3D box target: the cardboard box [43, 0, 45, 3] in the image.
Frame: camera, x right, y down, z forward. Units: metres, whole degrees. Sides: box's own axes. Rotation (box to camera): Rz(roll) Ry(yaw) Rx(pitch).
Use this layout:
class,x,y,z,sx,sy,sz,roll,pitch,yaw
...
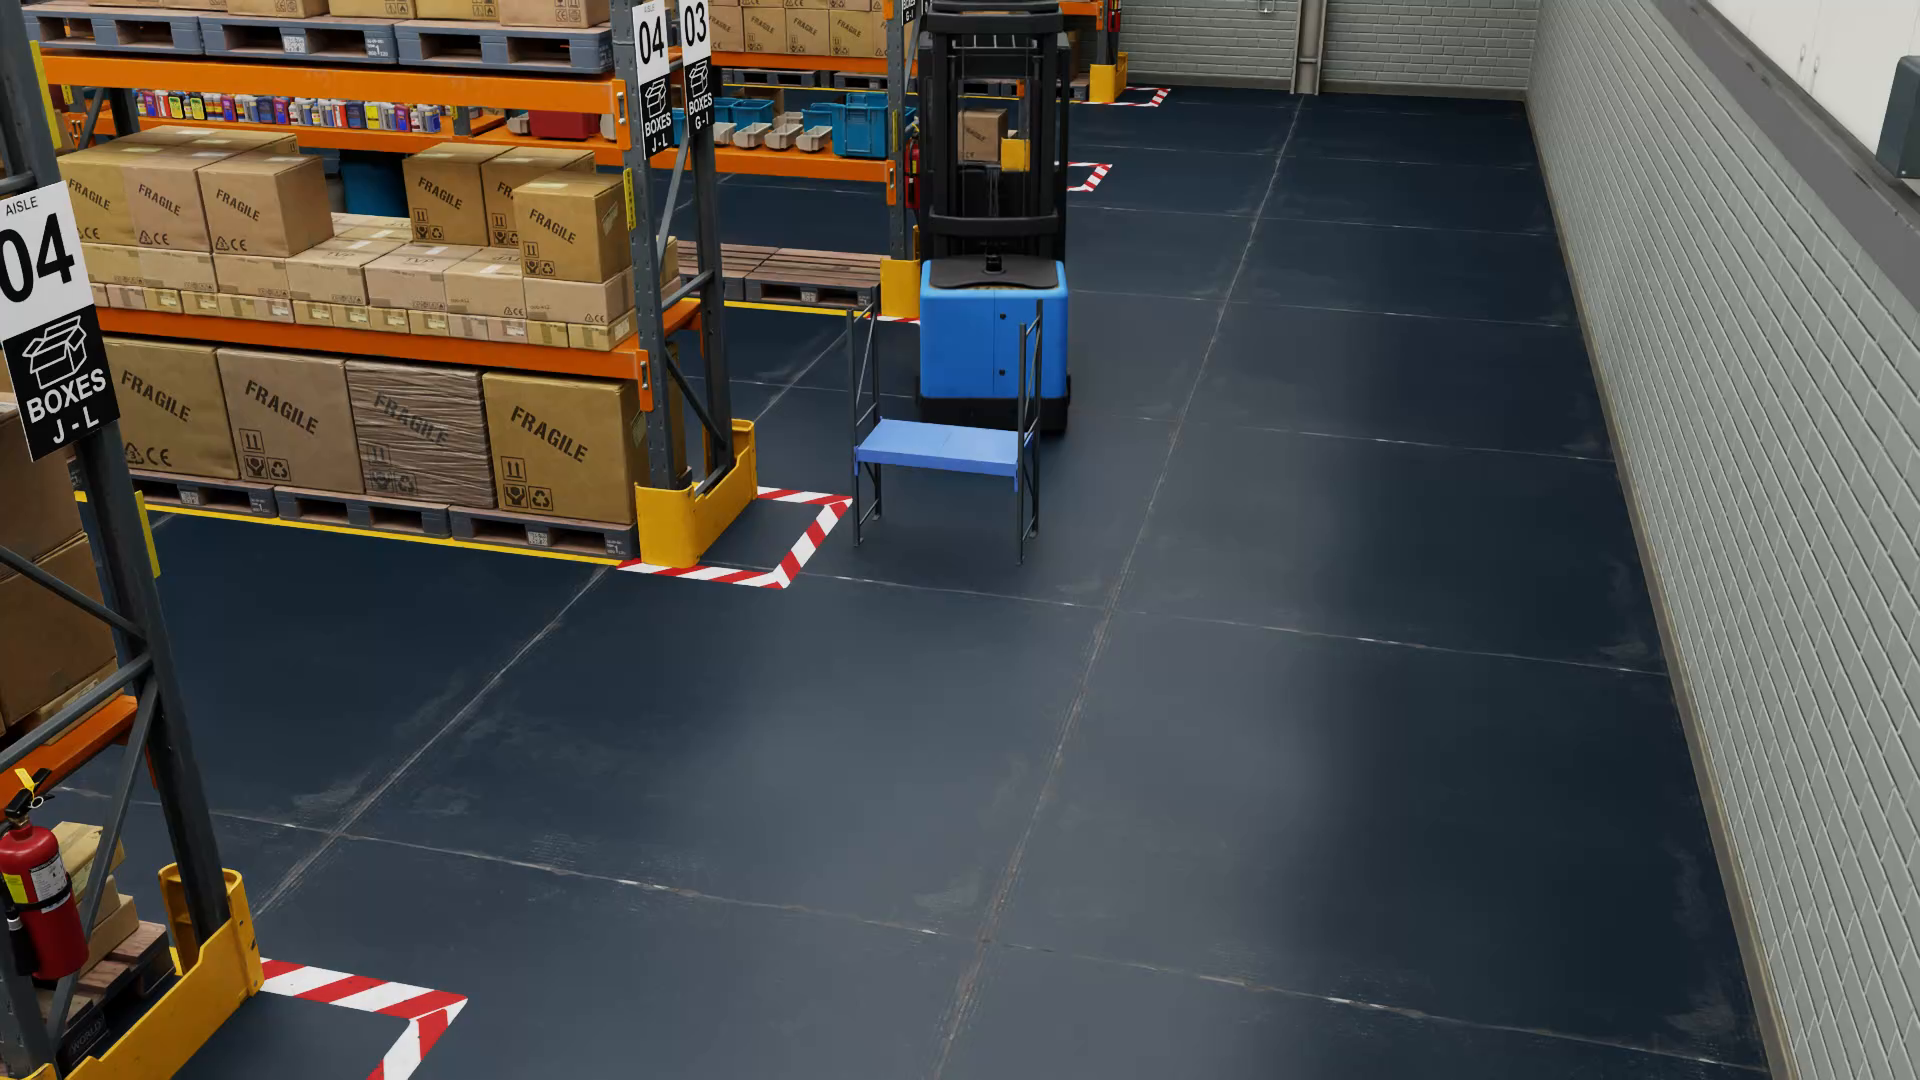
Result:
class,x,y,z,sx,sy,sz,roll,pitch,yaw
cardboard box,-11.735,-6.994,21.336,0.500,0.500,0.700,6,26,12

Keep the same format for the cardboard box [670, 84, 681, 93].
class,x,y,z,sx,sy,sz,roll,pitch,yaw
cardboard box,-3.451,-5.217,20.115,0.500,0.500,0.500,5,26,11

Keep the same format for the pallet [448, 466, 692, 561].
class,x,y,z,sx,sy,sz,roll,pitch,yaw
pallet,-2.434,-0.236,10.500,1.213,0.211,1.003,6,26,13

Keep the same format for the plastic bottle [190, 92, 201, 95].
class,x,y,z,sx,sy,sz,roll,pitch,yaw
plastic bottle,-7.433,-4.418,16.175,0.133,0.283,0.061,6,26,13

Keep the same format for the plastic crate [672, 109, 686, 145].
class,x,y,z,sx,sy,sz,roll,pitch,yaw
plastic crate,-2.460,-3.569,14.381,0.300,0.233,0.416,6,26,13

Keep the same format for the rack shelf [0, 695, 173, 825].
class,x,y,z,sx,sy,sz,roll,pitch,yaw
rack shelf,-4.911,0.723,6.080,4.000,0.370,1.077,6,26,13

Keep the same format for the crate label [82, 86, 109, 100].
class,x,y,z,sx,sy,sz,roll,pitch,yaw
crate label,-8.470,-4.486,16.378,0.416,0.233,0.303,6,26,13

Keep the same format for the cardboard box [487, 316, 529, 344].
class,x,y,z,sx,sy,sz,roll,pitch,yaw
cardboard box,-2.564,-1.284,9.750,0.250,0.149,0.380,6,26,13

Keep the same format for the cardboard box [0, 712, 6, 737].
class,x,y,z,sx,sy,sz,roll,pitch,yaw
cardboard box,-3.473,0.492,5.266,0.500,0.500,0.500,7,26,14

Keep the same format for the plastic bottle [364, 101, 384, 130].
class,x,y,z,sx,sy,sz,roll,pitch,yaw
plastic bottle,-5.253,-3.872,14.951,0.185,0.351,0.144,6,26,13

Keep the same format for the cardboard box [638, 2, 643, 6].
class,x,y,z,sx,sy,sz,roll,pitch,yaw
cardboard box,-4.128,-6.420,19.640,0.500,0.500,0.700,11,27,21

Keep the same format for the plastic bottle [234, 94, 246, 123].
class,x,y,z,sx,sy,sz,roll,pitch,yaw
plastic bottle,-6.592,-3.974,15.258,0.097,0.271,0.097,0,25,0

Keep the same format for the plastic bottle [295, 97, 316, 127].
class,x,y,z,sx,sy,sz,roll,pitch,yaw
plastic bottle,-5.940,-3.916,15.131,0.135,0.276,0.152,6,26,13

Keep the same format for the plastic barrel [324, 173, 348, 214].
class,x,y,z,sx,sy,sz,roll,pitch,yaw
plastic barrel,-6.014,-3.238,15.966,0.421,0.512,0.421,0,25,0

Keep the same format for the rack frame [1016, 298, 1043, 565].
class,x,y,z,sx,sy,sz,roll,pitch,yaw
rack frame,0.410,-0.632,9.832,0.032,1.500,0.500,6,26,13

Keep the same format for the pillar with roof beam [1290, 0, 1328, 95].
class,x,y,z,sx,sy,sz,roll,pitch,yaw
pillar with roof beam,3.819,-8.616,17.879,0.400,9.000,9.100,6,26,13

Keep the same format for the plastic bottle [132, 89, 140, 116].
class,x,y,z,sx,sy,sz,roll,pitch,yaw
plastic bottle,-7.711,-4.098,15.517,0.097,0.271,0.097,0,25,0

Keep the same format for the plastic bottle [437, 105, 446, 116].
class,x,y,z,sx,sy,sz,roll,pitch,yaw
plastic bottle,-4.870,-4.121,15.565,0.097,0.271,0.097,0,25,0

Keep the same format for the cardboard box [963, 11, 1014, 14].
class,x,y,z,sx,sy,sz,roll,pitch,yaw
cardboard box,0.331,-5.996,18.075,0.500,0.500,0.500,6,26,13

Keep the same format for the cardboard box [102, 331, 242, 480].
class,x,y,z,sx,sy,sz,roll,pitch,yaw
cardboard box,-4.895,-0.997,10.837,0.875,0.875,0.875,6,26,13

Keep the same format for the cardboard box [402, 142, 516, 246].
class,x,y,z,sx,sy,sz,roll,pitch,yaw
cardboard box,-3.026,-2.118,10.164,0.500,0.500,0.500,6,26,12

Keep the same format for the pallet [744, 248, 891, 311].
class,x,y,z,sx,sy,sz,roll,pitch,yaw
pallet,-1.196,-2.350,14.940,1.213,0.211,1.003,6,26,13

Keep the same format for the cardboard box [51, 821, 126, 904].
class,x,y,z,sx,sy,sz,roll,pitch,yaw
cardboard box,-3.396,1.243,6.285,0.250,0.149,0.380,5,26,11

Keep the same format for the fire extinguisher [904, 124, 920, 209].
class,x,y,z,sx,sy,sz,roll,pitch,yaw
fire extinguisher,-0.374,-3.096,13.786,0.183,0.674,0.296,6,26,13

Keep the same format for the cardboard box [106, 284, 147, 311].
class,x,y,z,sx,sy,sz,roll,pitch,yaw
cardboard box,-5.056,-1.559,10.327,0.250,0.149,0.380,5,26,11

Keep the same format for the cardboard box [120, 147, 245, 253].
class,x,y,z,sx,sy,sz,roll,pitch,yaw
cardboard box,-4.639,-2.062,10.047,0.500,0.500,0.500,6,26,13

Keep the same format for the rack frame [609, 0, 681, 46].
class,x,y,z,sx,sy,sz,roll,pitch,yaw
rack frame,-1.641,-4.151,8.500,0.127,3.000,1.000,6,26,13

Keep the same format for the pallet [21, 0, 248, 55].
class,x,y,z,sx,sy,sz,roll,pitch,yaw
pallet,-4.725,-3.093,9.870,1.213,0.211,1.003,6,26,13

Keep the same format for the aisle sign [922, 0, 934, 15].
class,x,y,z,sx,sy,sz,roll,pitch,yaw
aisle sign,-0.263,-4.794,13.806,0.004,0.787,0.394,6,26,13

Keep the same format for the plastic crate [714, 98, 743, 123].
class,x,y,z,sx,sy,sz,roll,pitch,yaw
plastic crate,-2.130,-3.792,14.851,0.300,0.233,0.416,6,26,13

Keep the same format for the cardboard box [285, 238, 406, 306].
class,x,y,z,sx,sy,sz,roll,pitch,yaw
cardboard box,-3.665,-1.613,9.977,0.500,0.250,0.500,6,26,13

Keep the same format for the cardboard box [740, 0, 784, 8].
class,x,y,z,sx,sy,sz,roll,pitch,yaw
cardboard box,-2.158,-6.268,18.647,0.500,0.500,0.500,5,26,11

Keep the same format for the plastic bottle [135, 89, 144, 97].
class,x,y,z,sx,sy,sz,roll,pitch,yaw
plastic bottle,-7.778,-4.187,15.699,0.135,0.276,0.152,6,26,13

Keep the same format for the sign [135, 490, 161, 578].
class,x,y,z,sx,sy,sz,roll,pitch,yaw
sign,-2.839,-0.005,5.764,0.005,0.325,0.100,6,26,13

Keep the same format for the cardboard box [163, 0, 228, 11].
class,x,y,z,sx,sy,sz,roll,pitch,yaw
cardboard box,-4.222,-3.386,9.663,0.500,0.500,0.700,8,27,16

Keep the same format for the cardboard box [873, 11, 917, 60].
class,x,y,z,sx,sy,sz,roll,pitch,yaw
cardboard box,-0.656,-5.655,18.523,0.500,0.500,0.500,7,26,13

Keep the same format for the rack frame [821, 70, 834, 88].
class,x,y,z,sx,sy,sz,roll,pitch,yaw
rack frame,-1.814,-8.057,23.683,0.127,3.000,1.000,6,26,13

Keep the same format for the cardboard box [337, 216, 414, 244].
class,x,y,z,sx,sy,sz,roll,pitch,yaw
cardboard box,-3.536,-1.834,10.442,0.500,0.250,0.500,6,26,12

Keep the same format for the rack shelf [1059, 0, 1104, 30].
class,x,y,z,sx,sy,sz,roll,pitch,yaw
rack shelf,0.123,-7.518,23.388,4.000,0.370,1.077,6,26,13

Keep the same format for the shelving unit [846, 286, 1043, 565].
class,x,y,z,sx,sy,sz,roll,pitch,yaw
shelving unit,-0.083,-0.686,9.947,1.048,1.500,0.538,6,26,13

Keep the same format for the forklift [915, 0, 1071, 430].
class,x,y,z,sx,sy,sz,roll,pitch,yaw
forklift,0.245,-2.681,12.471,1.130,2.935,3.031,0,25,0

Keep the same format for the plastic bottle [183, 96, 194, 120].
class,x,y,z,sx,sy,sz,roll,pitch,yaw
plastic bottle,-7.134,-4.002,15.398,0.097,0.201,0.097,0,25,0

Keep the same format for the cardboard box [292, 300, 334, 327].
class,x,y,z,sx,sy,sz,roll,pitch,yaw
cardboard box,-3.801,-1.421,10.037,0.250,0.149,0.380,6,26,11

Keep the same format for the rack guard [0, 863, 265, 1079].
class,x,y,z,sx,sy,sz,roll,pitch,yaw
rack guard,-3.047,1.732,6.030,0.348,0.500,1.175,6,26,13
